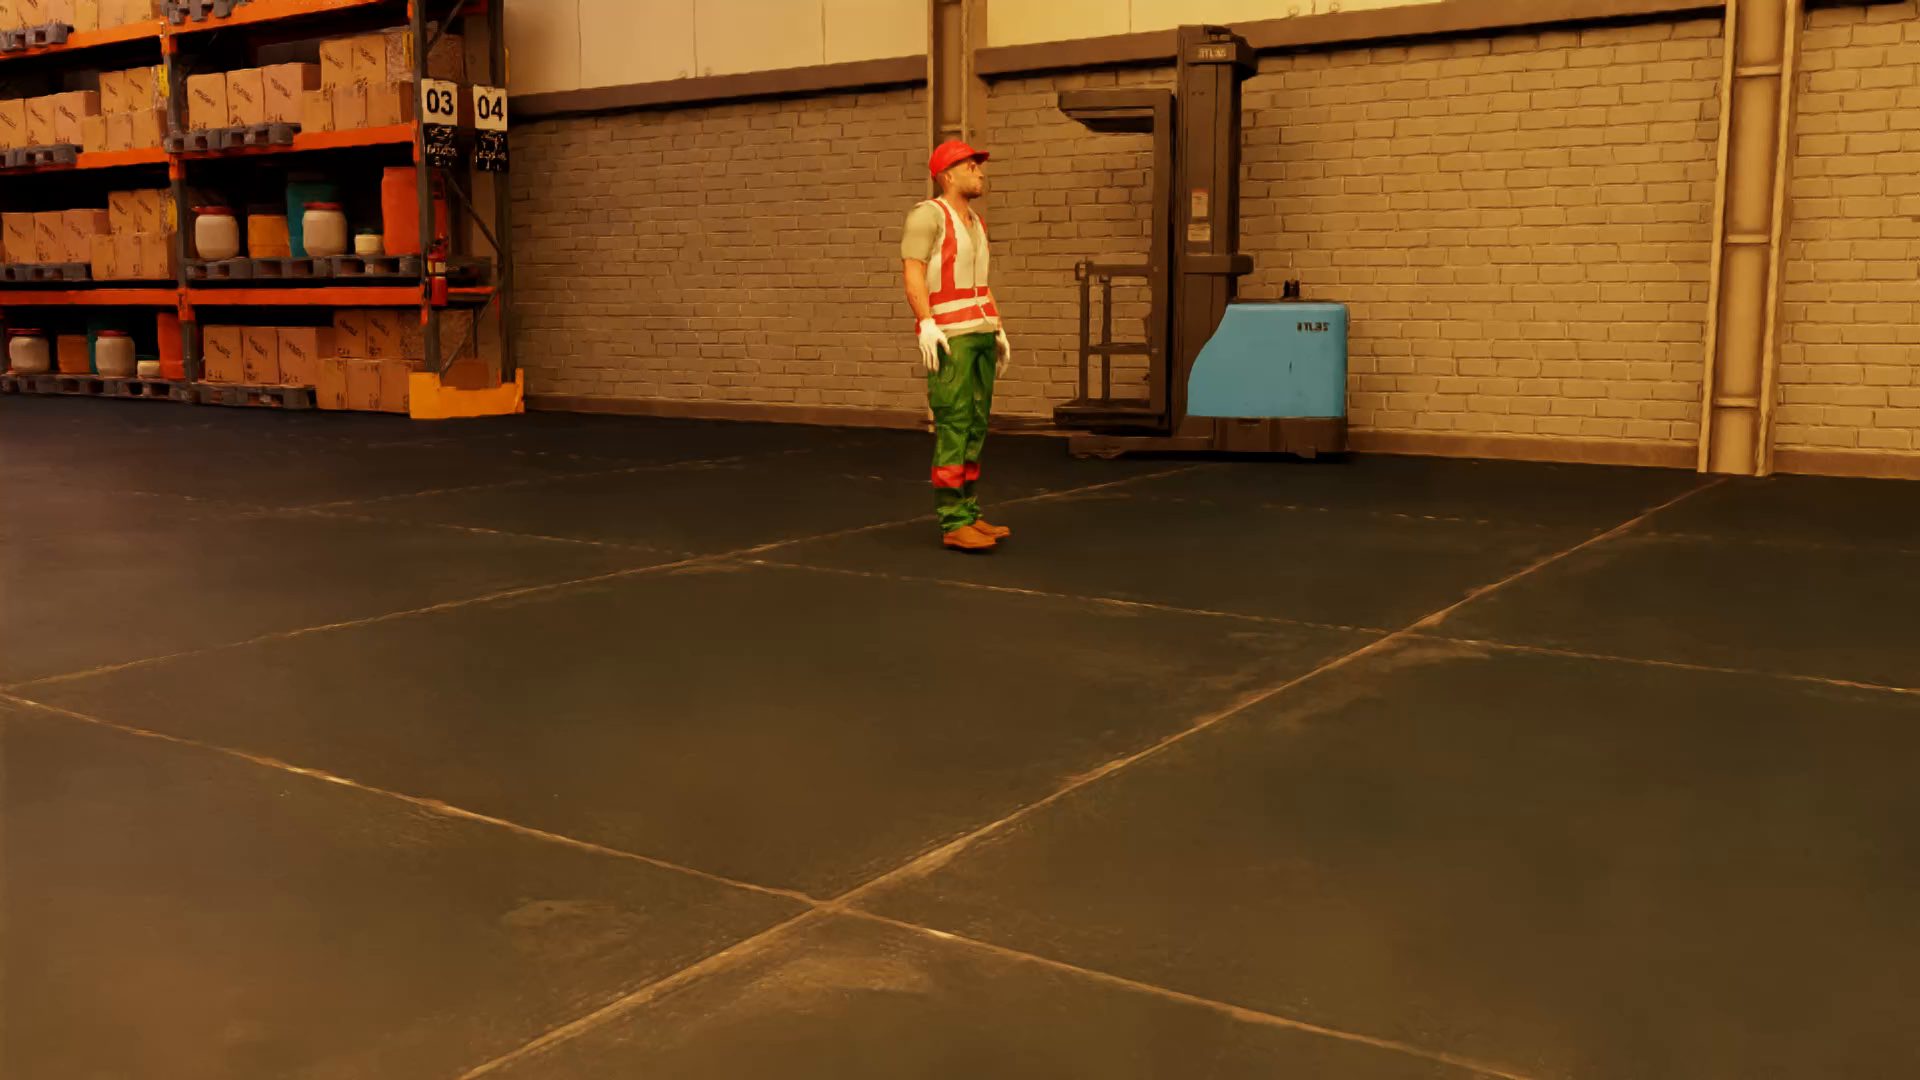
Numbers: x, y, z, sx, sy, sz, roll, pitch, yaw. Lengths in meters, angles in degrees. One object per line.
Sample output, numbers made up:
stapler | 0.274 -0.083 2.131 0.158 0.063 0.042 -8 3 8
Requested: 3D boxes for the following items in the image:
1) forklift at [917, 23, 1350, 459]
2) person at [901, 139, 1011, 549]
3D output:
forklift | 1.237 -2.083 11.841 3.031 2.935 1.130 2 8 14
person | 0.060 -0.885 7.423 0.563 1.787 0.637 5 10 34
